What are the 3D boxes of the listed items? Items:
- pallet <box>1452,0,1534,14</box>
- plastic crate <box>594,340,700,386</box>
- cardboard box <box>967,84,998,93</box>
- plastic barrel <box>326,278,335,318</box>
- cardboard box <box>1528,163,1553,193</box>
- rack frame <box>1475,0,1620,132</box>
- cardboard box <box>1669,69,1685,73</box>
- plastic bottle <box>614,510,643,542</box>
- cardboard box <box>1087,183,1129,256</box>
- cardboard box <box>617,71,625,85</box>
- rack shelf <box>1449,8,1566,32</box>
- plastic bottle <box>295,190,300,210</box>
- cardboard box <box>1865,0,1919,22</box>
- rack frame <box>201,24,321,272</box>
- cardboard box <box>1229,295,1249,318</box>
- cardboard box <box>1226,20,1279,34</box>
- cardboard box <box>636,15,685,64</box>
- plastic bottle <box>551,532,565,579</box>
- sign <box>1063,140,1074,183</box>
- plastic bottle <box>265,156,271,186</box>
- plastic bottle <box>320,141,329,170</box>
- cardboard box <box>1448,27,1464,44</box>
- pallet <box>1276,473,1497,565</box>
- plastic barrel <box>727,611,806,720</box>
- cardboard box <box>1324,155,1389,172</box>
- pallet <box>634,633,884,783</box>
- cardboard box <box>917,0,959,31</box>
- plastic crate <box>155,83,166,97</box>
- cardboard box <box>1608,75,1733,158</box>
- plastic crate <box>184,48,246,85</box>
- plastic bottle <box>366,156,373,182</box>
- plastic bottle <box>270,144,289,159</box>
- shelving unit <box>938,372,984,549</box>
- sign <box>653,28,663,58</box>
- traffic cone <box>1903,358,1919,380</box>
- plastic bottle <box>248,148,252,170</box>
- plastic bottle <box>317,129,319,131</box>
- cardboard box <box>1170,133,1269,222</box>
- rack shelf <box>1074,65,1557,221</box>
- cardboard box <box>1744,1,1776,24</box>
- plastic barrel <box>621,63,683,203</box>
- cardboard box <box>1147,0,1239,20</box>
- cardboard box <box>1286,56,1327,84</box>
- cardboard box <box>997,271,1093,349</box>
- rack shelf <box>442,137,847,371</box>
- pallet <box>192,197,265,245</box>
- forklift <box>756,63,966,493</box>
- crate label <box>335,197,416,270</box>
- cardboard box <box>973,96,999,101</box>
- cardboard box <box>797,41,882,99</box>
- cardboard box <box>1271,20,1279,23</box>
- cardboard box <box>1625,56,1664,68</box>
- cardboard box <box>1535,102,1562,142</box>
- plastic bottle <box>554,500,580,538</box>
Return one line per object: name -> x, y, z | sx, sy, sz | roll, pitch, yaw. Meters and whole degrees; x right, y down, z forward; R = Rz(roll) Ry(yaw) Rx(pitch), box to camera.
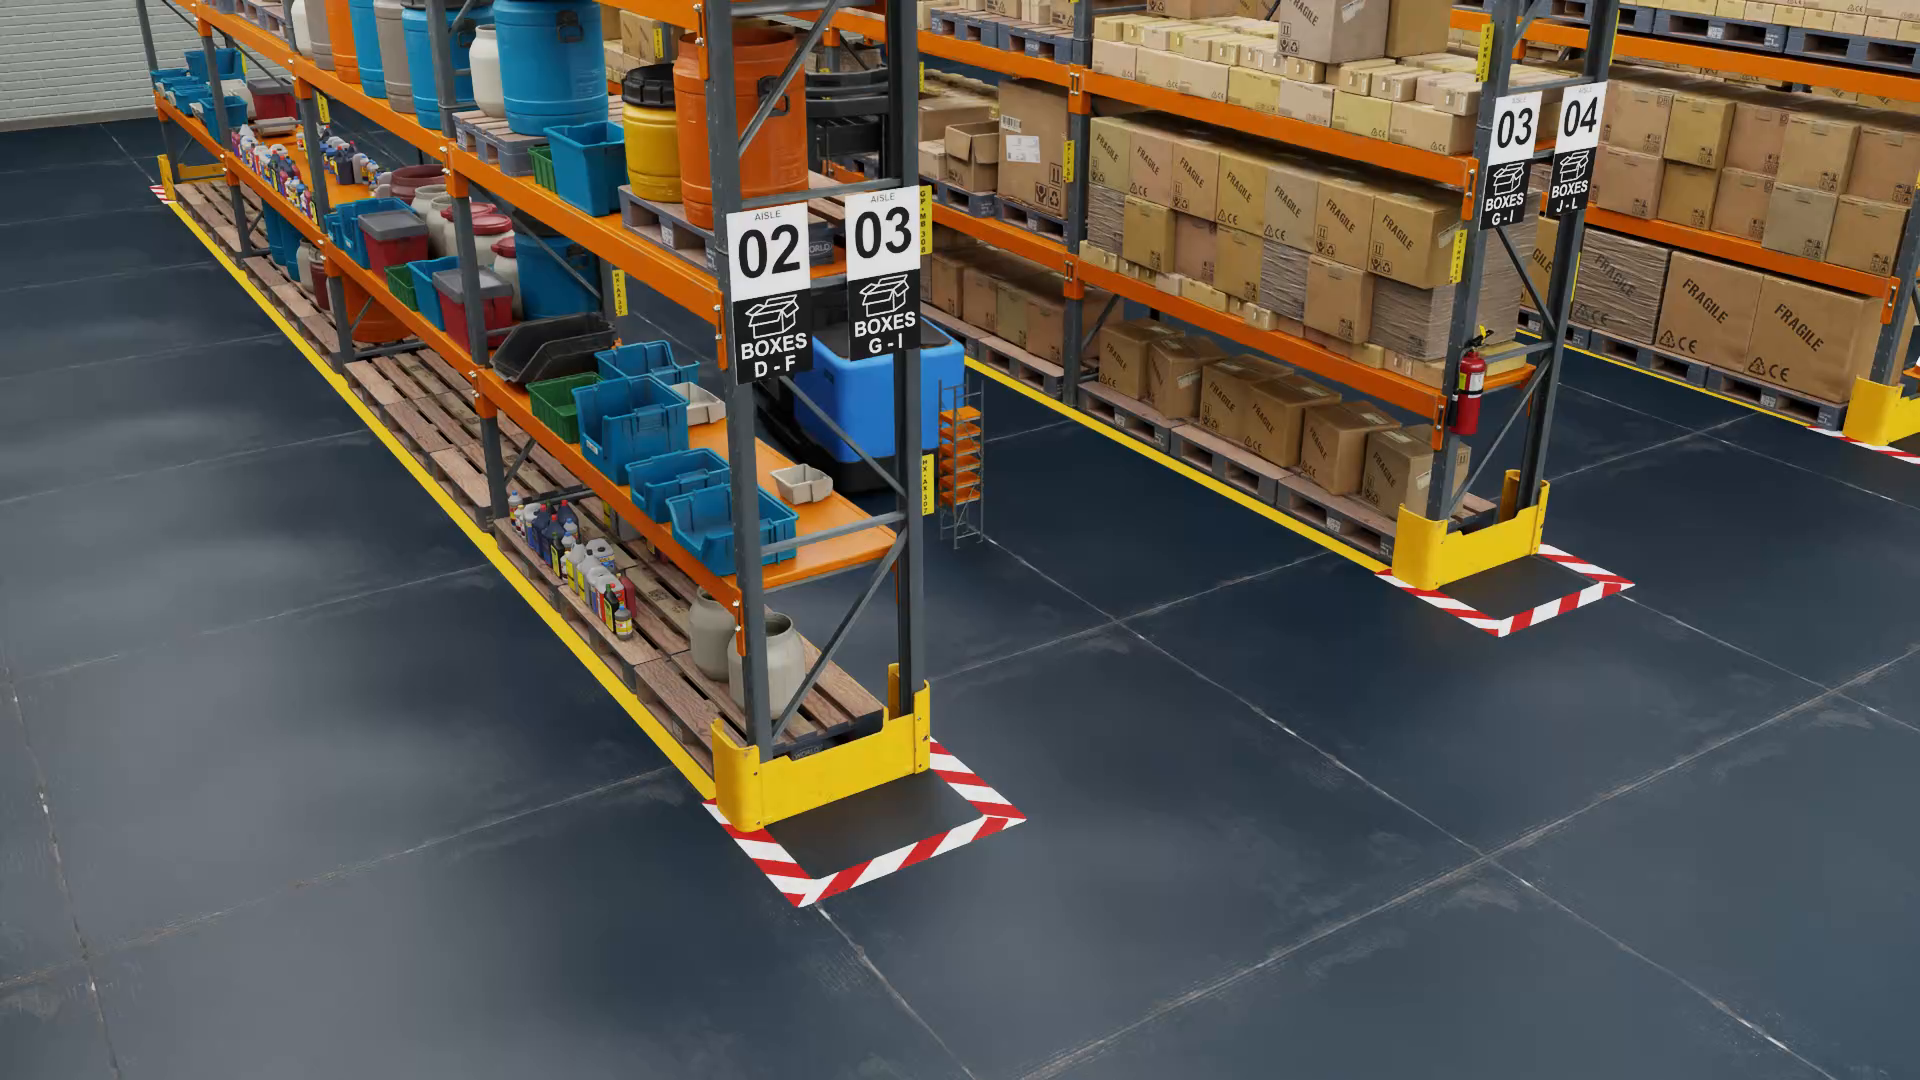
pallet -> 4.995, -5.317, 16.172 | 0.805, 0.209, 1.217 | -17, 30, -32
plastic crate -> -1.992, -1.057, 10.612 | 0.499, 0.251, 0.616 | -16, 29, -30
cardboard box -> 0.323, -6.498, 24.115 | 0.380, 0.149, 0.250 | -15, 29, -29
plastic barrel -> -5.672, -2.304, 15.503 | 0.421, 0.512, 0.421 | 0, 25, 0
cardboard box -> 5.748, -3.669, 15.796 | 0.875, 0.550, 0.550 | -16, 29, -30
rack frame -> 3.509, -3.893, 9.418 | 1.000, 3.000, 0.127 | -16, 29, -30
cardboard box -> 8.572, -5.485, 19.619 | 0.380, 0.149, 0.250 | -16, 29, -30
plastic bottle -> -2.237, -0.149, 11.189 | 0.152, 0.276, 0.135 | -16, 29, -30
cardboard box -> 1.520, -2.615, 13.273 | 0.875, 0.500, 0.500 | -16, 29, -30
cardboard box -> -4.044, -5.760, 20.693 | 0.380, 0.149, 0.250 | -15, 29, -29
rack shelf -> 4.445, -5.477, 17.130 | 1.077, 0.370, 4.000 | -16, 29, -30
plastic bottle -> -5.919, -3.075, 14.946 | 0.097, 0.201, 0.097 | 0, 25, 0
cardboard box -> 7.219, -4.068, 12.521 | 0.500, 0.250, 0.500 | -15, 29, -29
rack frame -> -7.191, -4.318, 17.346 | 1.000, 3.000, 0.127 | -16, 29, -30
cardboard box -> 2.196, -1.738, 12.175 | 0.380, 0.149, 0.250 | -16, 29, -30
cardboard box -> 2.196, -3.752, 12.341 | 0.380, 0.149, 0.250 | -17, 30, -31
cardboard box -> -3.516, -5.980, 19.816 | 0.500, 0.500, 0.500 | -15, 29, -28
plastic bottle -> -2.573, 0.094, 10.665 | 0.061, 0.283, 0.133 | -14, 29, -27
sign -> 0.863, -3.004, 13.206 | 0.100, 0.325, 0.005 | -16, 29, -30
plastic bottle -> -6.532, -3.509, 15.782 | 0.097, 0.271, 0.097 | 0, 25, 0
plastic bottle -> -6.251, -3.799, 16.398 | 0.097, 0.271, 0.097 | 0, 25, 0
cardboard box -> 6.685, -6.806, 22.206 | 0.500, 0.250, 0.500 | -16, 30, -31
pallet -> 3.054, -0.245, 11.985 | 1.003, 0.211, 1.213 | -16, 29, -30
plastic barrel -> -1.064, 0.691, 9.156 | 0.421, 0.512, 0.421 | 0, 25, 0
cardboard box -> 2.896, -2.431, 11.712 | 0.500, 0.500, 0.500 | -16, 29, -30
pallet -> -1.160, 0.927, 9.502 | 1.003, 0.211, 1.213 | -16, 29, -30
cardboard box -> -0.246, -4.738, 14.896 | 0.500, 0.250, 0.500 | -15, 29, -28
plastic crate -> -9.410, -5.358, 19.787 | 0.250, 0.136, 0.298 | -16, 29, -30
cardboard box -> 6.287, -3.752, 14.706 | 0.875, 0.550, 0.550 | -16, 29, -30
plastic crate -> -9.036, -5.716, 20.195 | 0.616, 0.435, 0.499 | -16, 29, -30
plastic bottle -> -5.566, -3.489, 15.726 | 0.061, 0.283, 0.133 | -16, 29, -30
plastic bottle -> -6.625, -3.712, 16.207 | 0.152, 0.276, 0.135 | -16, 29, -30
shelving unit -> 0.008, -0.537, 11.445 | 0.258, 1.200, 0.189 | -16, 29, -30
sign -> -3.506, -5.770, 19.314 | 0.100, 0.325, 0.005 | -16, 29, -30
traffic cone -> 8.620, -1.674, 14.716 | 0.336, 0.463, 0.334 | -16, 29, -30
plastic bottle -> -6.964, -3.760, 16.397 | 0.097, 0.201, 0.097 | 0, 25, 0
plastic bottle -> -6.506, -4.066, 16.957 | 0.152, 0.276, 0.135 | -16, 29, -30
cardboard box -> 1.905, -2.665, 12.208 | 0.500, 0.500, 0.500 | -16, 29, -30
rack shelf -> 2.418, -2.927, 11.727 | 1.077, 0.370, 4.000 | -16, 29, -30
cardboard box -> 6.562, -4.272, 13.421 | 0.380, 0.149, 0.250 | -15, 29, -29
plastic barrel -> -1.369, -2.036, 8.285 | 0.600, 0.588, 0.600 | 0, 25, 0
cardboard box -> 1.785, -4.272, 12.683 | 0.500, 0.500, 0.500 | -17, 30, -31
cardboard box -> 2.392, -3.143, 11.051 | 0.380, 0.149, 0.250 | -17, 30, -32
cardboard box -> 0.764, -2.079, 15.016 | 0.700, 0.500, 0.500 | -16, 29, -30
rack shelf -> -1.732, -1.773, 9.282 | 1.077, 0.370, 4.000 | -16, 29, -30
pallet -> -8.295, -3.748, 19.404 | 1.003, 0.211, 1.213 | -16, 29, -30
forklift -> -1.025, -2.275, 13.097 | 1.130, 2.935, 3.031 | -11, 27, -22
crate label -> -4.692, -2.485, 13.421 | 0.502, 0.435, 0.616 | -16, 29, -30
cardboard box -> 0.366, -6.109, 23.290 | 0.380, 0.149, 0.250 | -14, 29, -28
cardboard box -> -1.243, -4.806, 17.087 | 0.797, 0.503, 0.637 | -14, 29, -28
cardboard box -> 3.590, -5.496, 18.552 | 0.700, 0.500, 0.500 | -16, 29, -30
cardboard box -> 8.349, -5.952, 19.850 | 0.500, 0.500, 0.500 | -17, 30, -31
cardboard box -> 3.463, -2.701, 10.583 | 0.500, 0.250, 0.500 | -15, 29, -28
plastic bottle -> -2.610, -0.106, 11.011 | 0.144, 0.351, 0.185 | -16, 29, -30
